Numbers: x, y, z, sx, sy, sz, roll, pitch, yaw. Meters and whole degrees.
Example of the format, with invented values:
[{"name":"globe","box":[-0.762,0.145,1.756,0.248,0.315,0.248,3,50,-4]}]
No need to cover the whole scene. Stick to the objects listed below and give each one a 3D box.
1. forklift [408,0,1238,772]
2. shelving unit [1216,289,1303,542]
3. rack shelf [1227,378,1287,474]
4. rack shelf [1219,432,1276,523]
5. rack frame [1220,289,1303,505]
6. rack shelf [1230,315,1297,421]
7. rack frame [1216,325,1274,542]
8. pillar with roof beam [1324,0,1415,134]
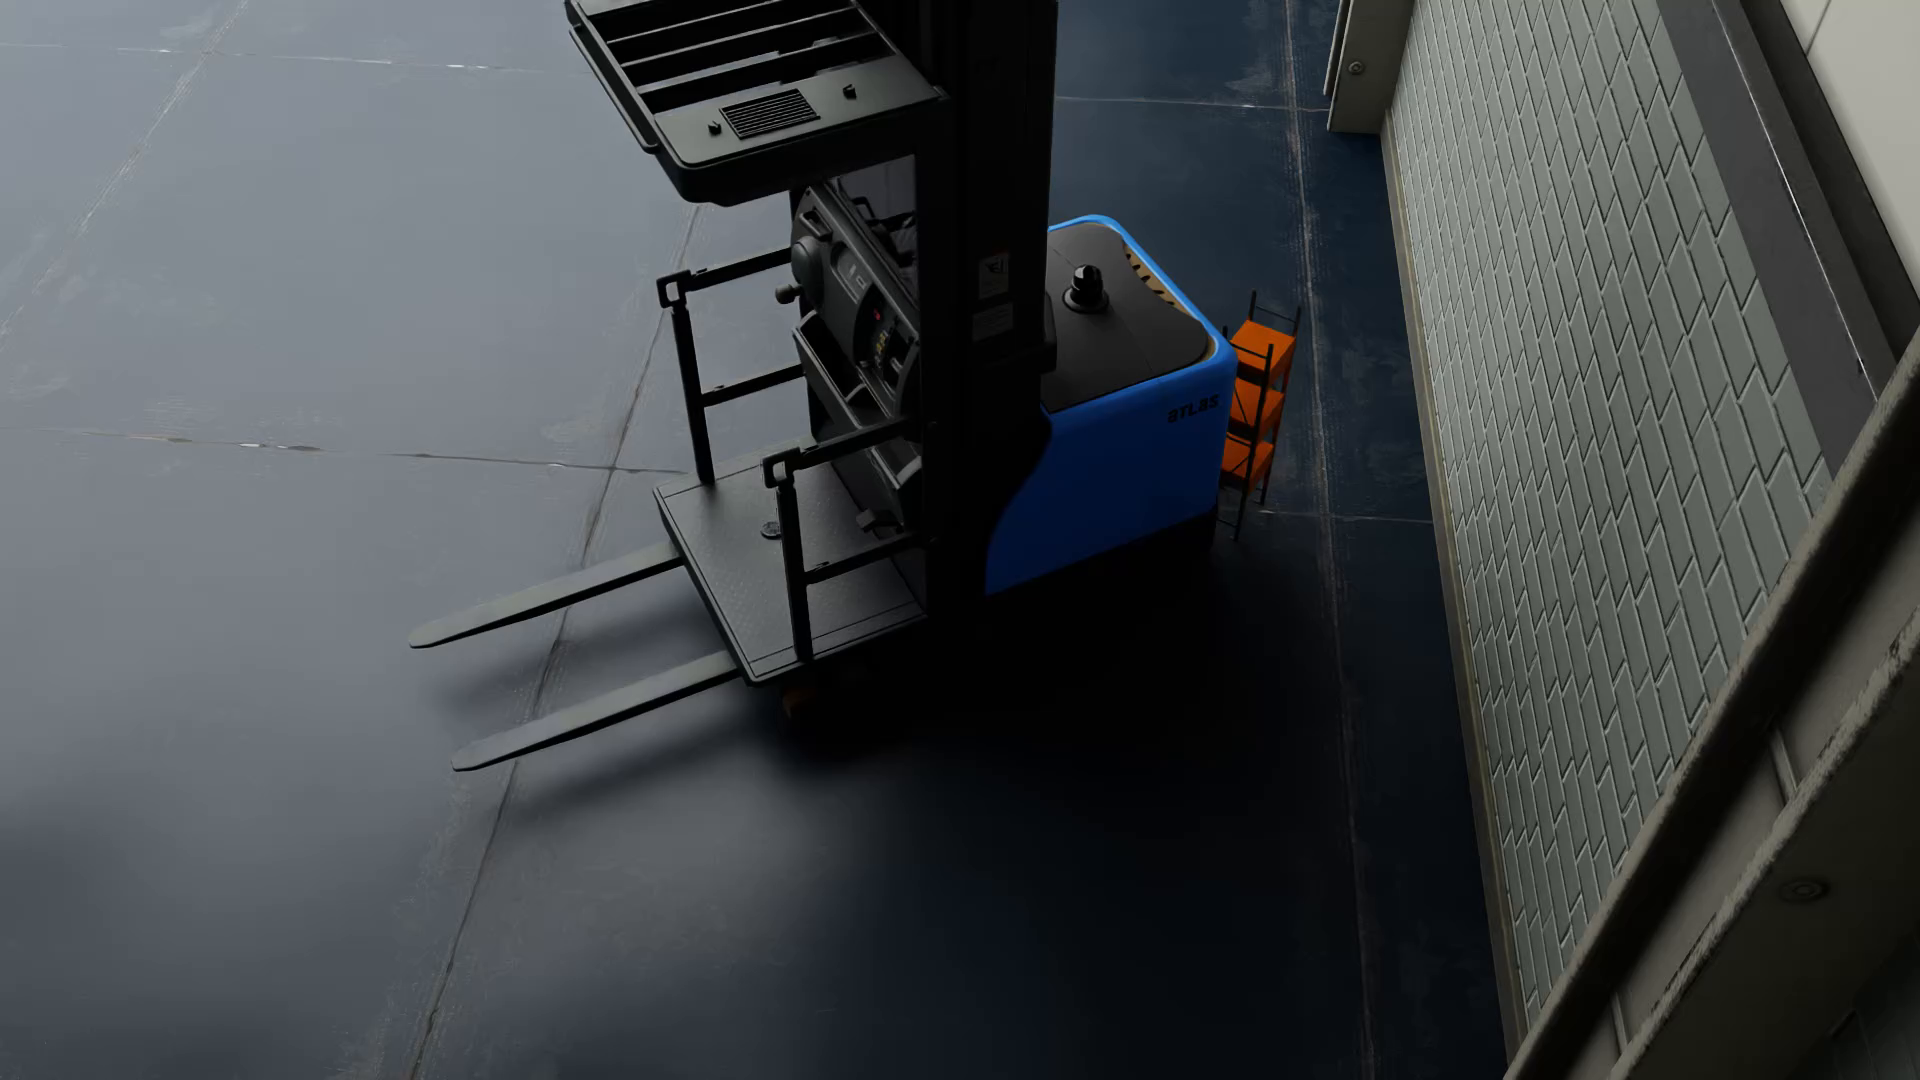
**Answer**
[{"name":"forklift","box":[-0.539,-0.758,5.482,3.031,2.935,1.130,-20,51,-17]},{"name":"shelving unit","box":[1.113,-0.465,6.490,0.215,1.050,0.252,25,52,21]},{"name":"rack shelf","box":[1.113,-0.458,6.498,0.215,0.259,0.240,25,52,21]},{"name":"rack shelf","box":[1.113,-0.271,6.703,0.215,0.259,0.240,25,52,21]},{"name":"rack frame","box":[1.178,-0.541,6.560,0.200,1.050,0.008,25,52,21]},{"name":"rack shelf","box":[1.113,-0.650,6.288,0.215,0.259,0.240,25,52,21]},{"name":"rack frame","box":[1.047,-0.389,6.420,0.200,1.050,0.008,25,52,21]},{"name":"pillar with roof beam","box":[-2.182,-5.611,5.810,9.100,9.000,0.400,4,48,4]}]
